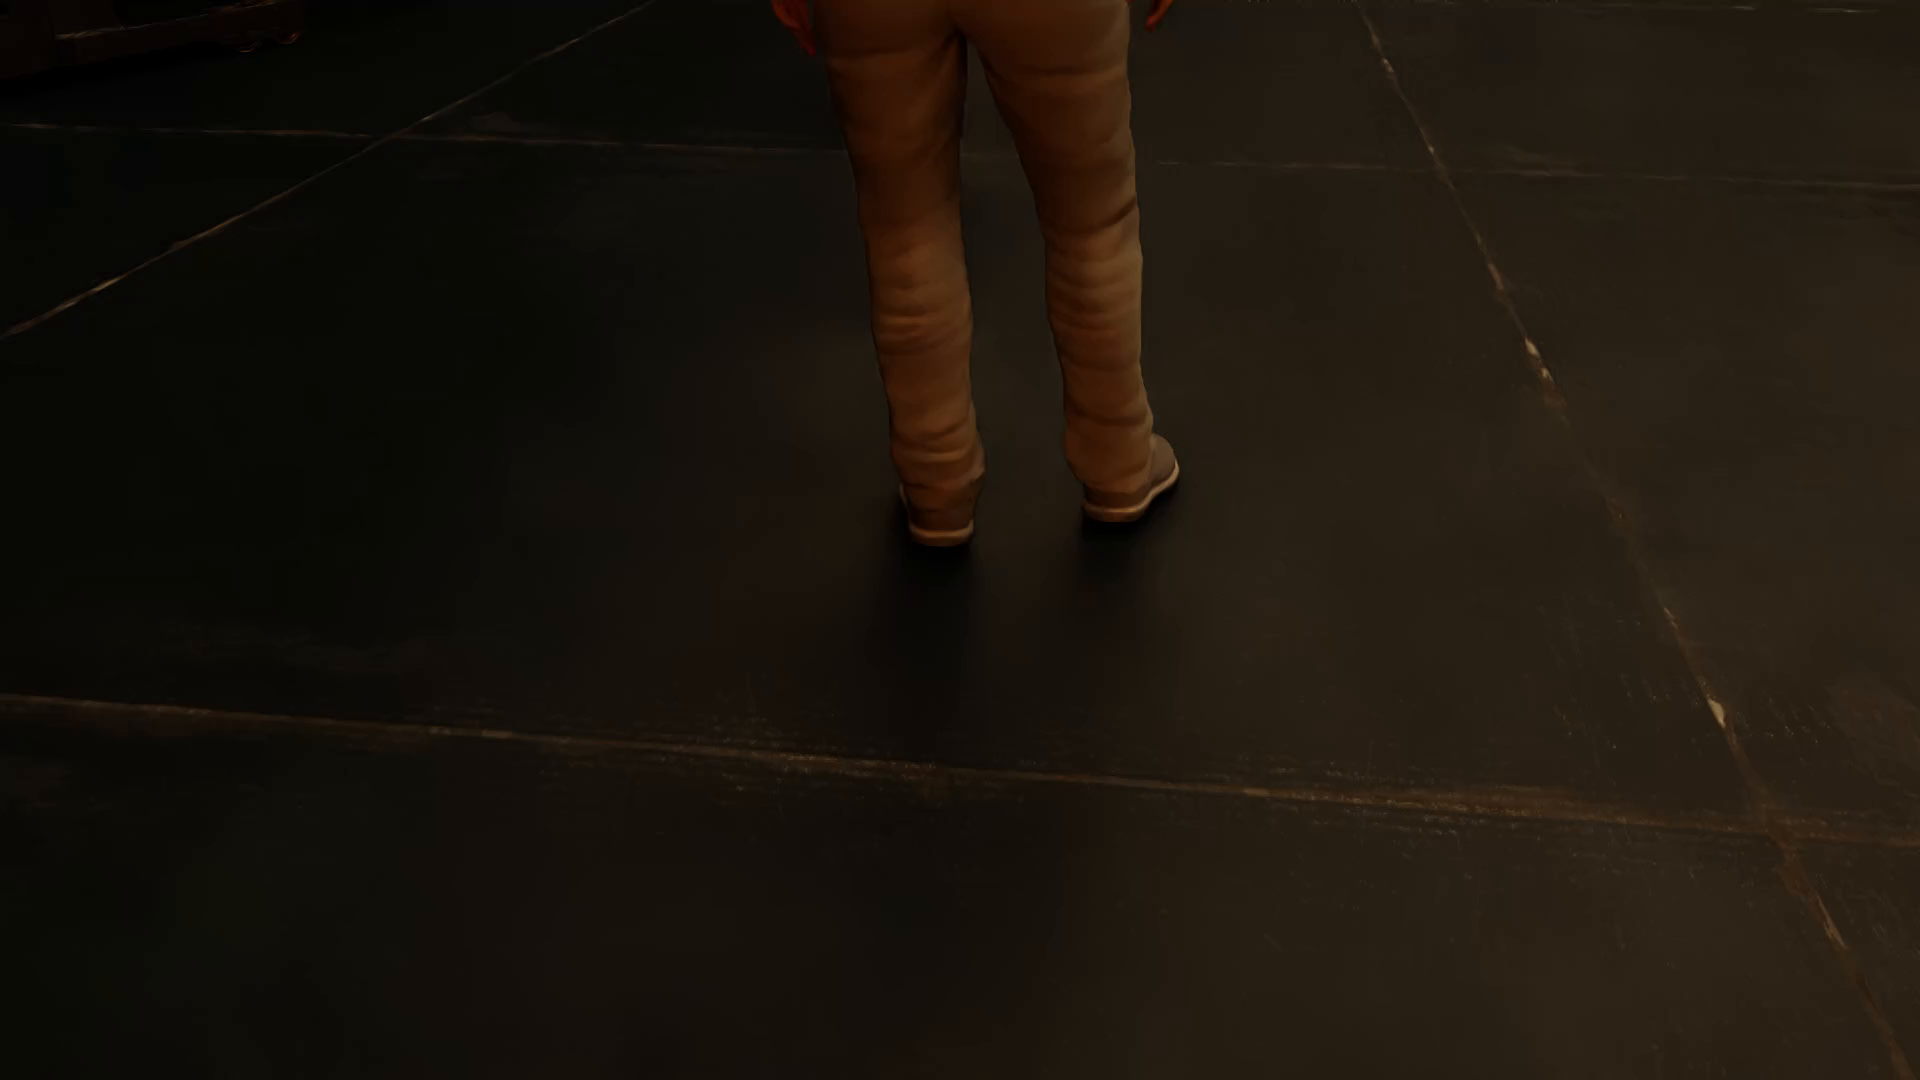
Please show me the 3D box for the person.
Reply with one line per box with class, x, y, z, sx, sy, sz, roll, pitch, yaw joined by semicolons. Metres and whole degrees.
person;0.033;-0.785;2.190;0.598;1.669;0.529;3;27;7
